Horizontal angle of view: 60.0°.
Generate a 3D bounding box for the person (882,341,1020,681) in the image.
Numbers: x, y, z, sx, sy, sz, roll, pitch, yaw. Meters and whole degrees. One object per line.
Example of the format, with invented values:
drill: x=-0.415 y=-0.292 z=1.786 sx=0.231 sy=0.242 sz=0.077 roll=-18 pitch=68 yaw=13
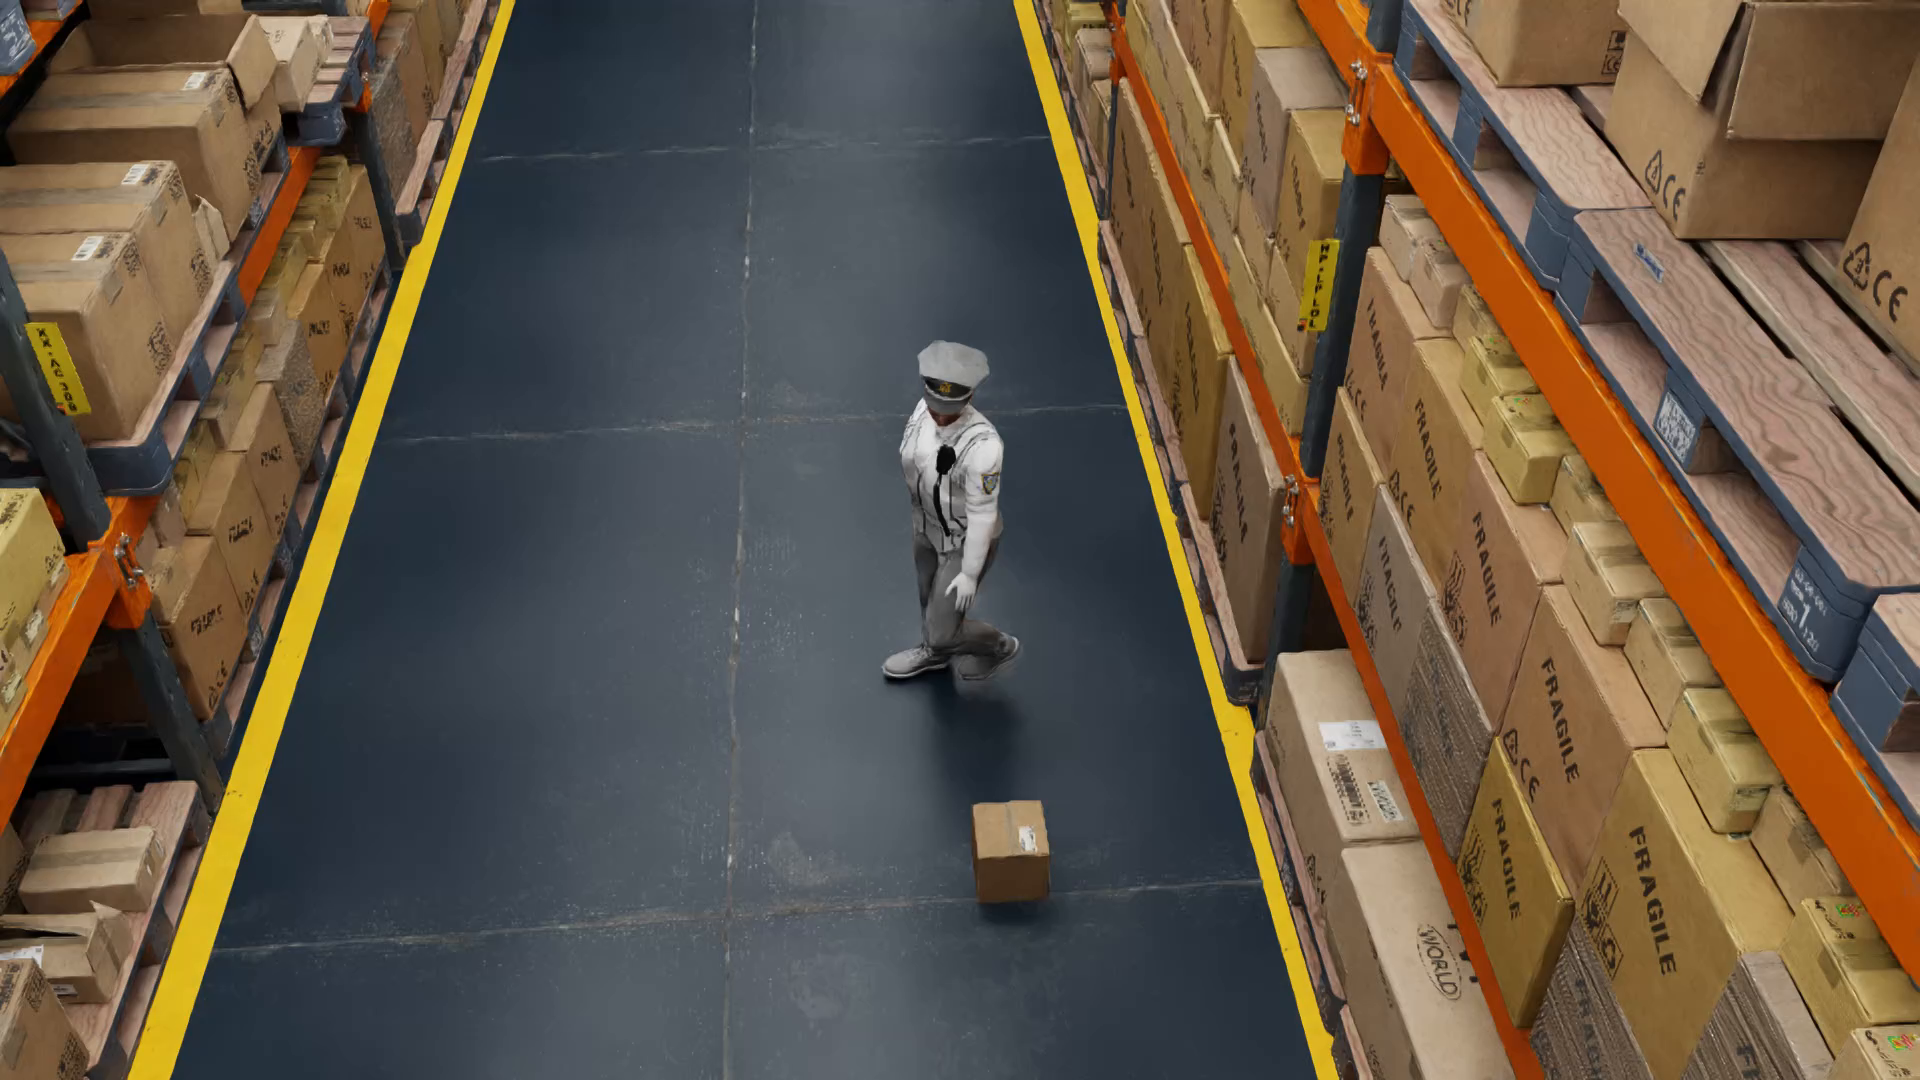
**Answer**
person: x=-0.019 y=-0.032 z=6.180 sx=0.431 sy=1.649 sz=0.554 roll=-22 pitch=44 yaw=-24
